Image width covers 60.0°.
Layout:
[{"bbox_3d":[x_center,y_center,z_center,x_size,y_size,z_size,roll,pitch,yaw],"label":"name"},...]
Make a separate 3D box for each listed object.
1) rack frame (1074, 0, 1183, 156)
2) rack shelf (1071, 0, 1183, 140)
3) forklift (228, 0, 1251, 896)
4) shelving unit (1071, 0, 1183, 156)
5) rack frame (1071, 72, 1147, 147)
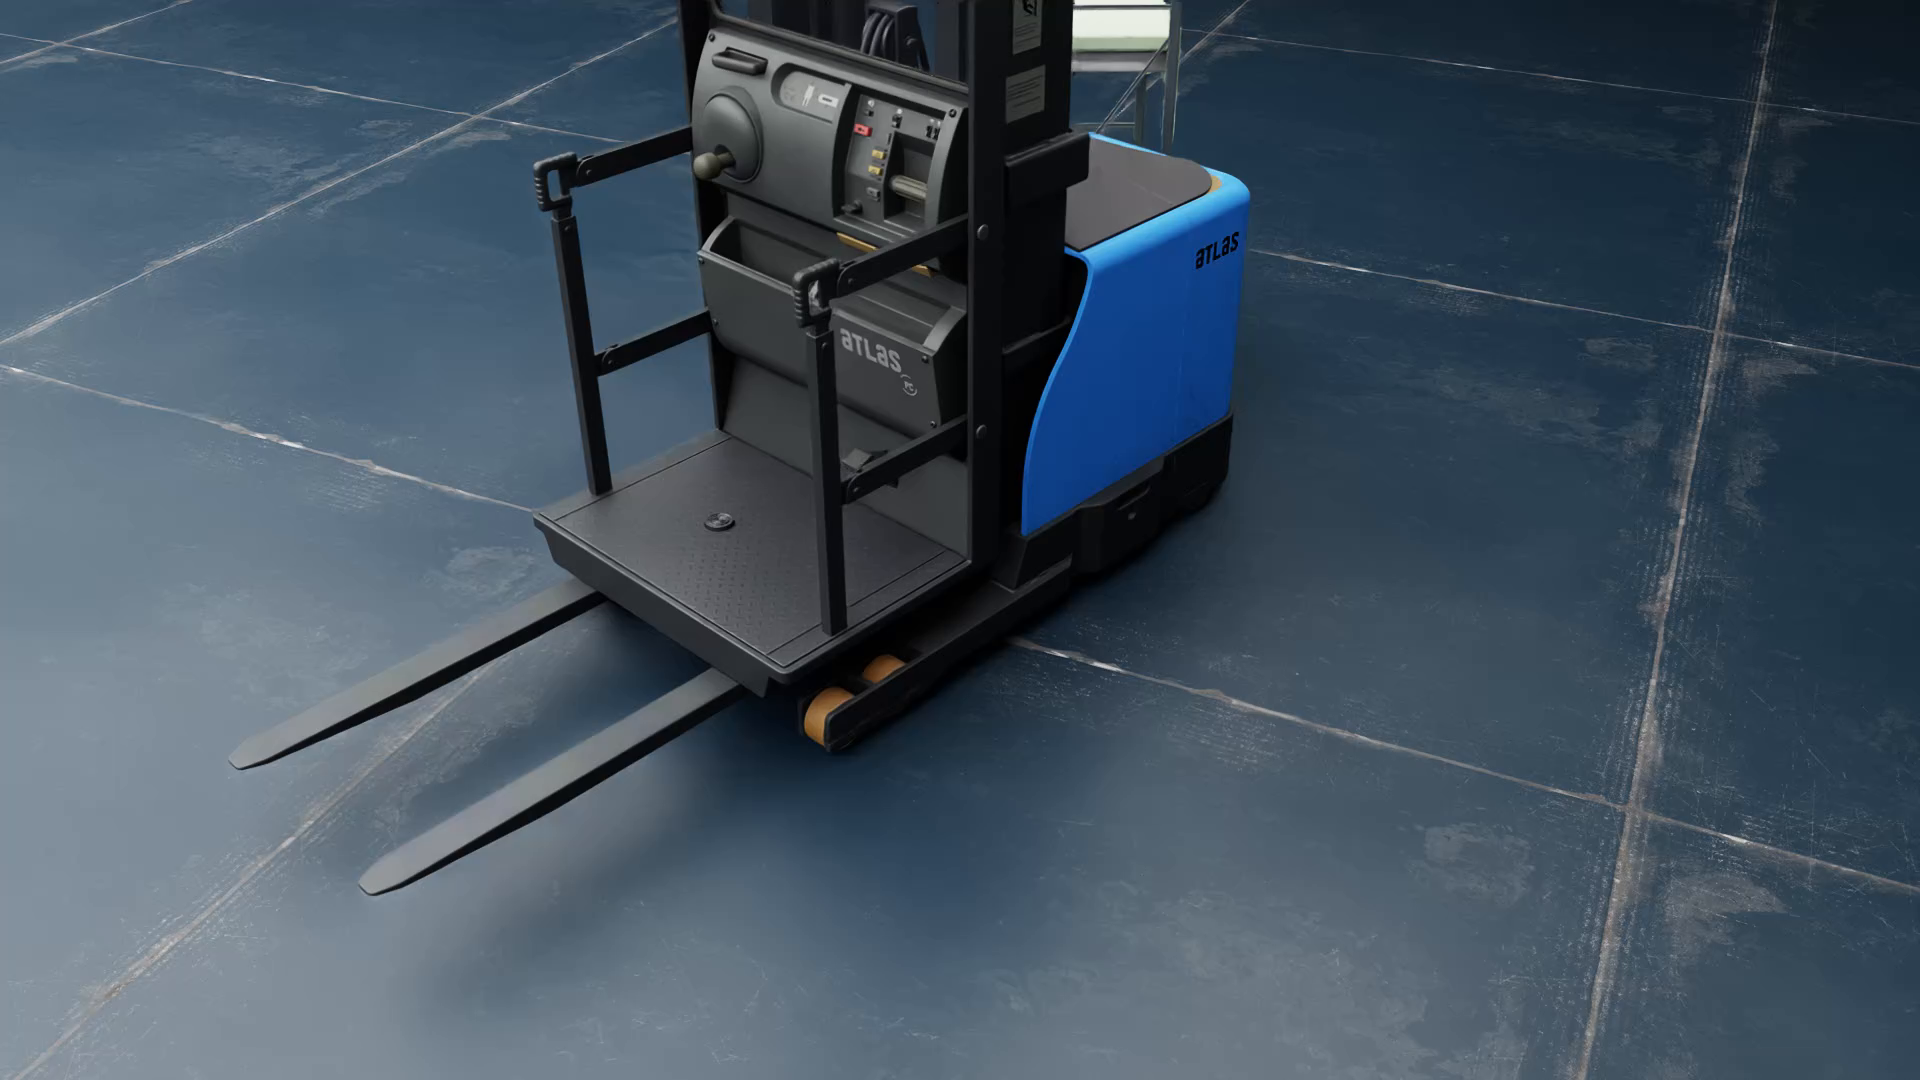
[{"bbox_3d":[0.504,-1.154,5.641,0.400,1.500,0.023,-1,33,-1],"label":"rack frame"},{"bbox_3d":[0.498,-1.681,5.733,0.431,0.370,0.720,-1,33,-1],"label":"rack shelf"},{"bbox_3d":[-0.498,-0.987,4.083,1.130,2.935,3.031,27,42,35],"label":"forklift"},{"bbox_3d":[0.497,-1.355,5.947,0.431,1.500,0.755,-1,33,-1],"label":"shelving unit"},{"bbox_3d":[0.490,-1.555,6.253,0.400,1.500,0.023,-1,33,-1],"label":"rack frame"}]
